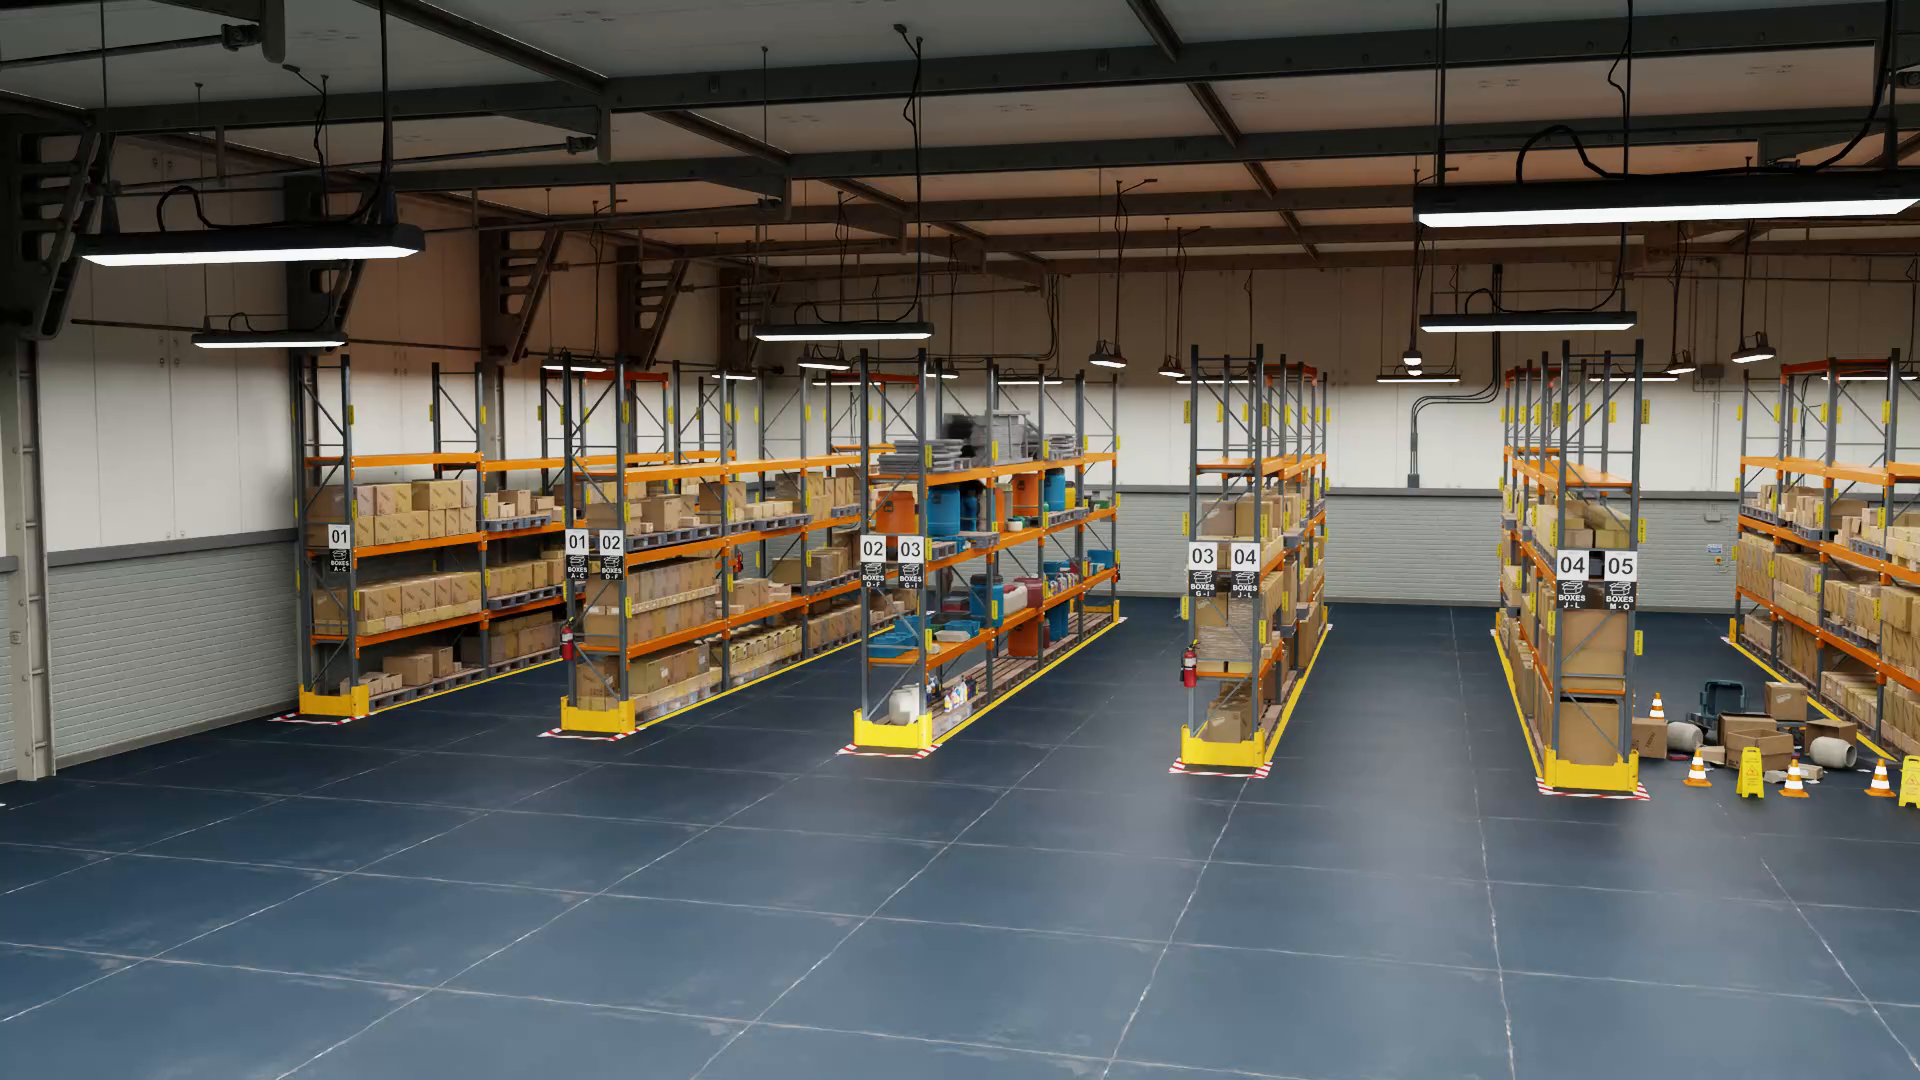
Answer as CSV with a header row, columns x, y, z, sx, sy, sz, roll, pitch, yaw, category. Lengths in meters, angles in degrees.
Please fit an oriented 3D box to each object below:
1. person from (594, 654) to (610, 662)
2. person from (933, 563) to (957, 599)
x,y,z,sx,sy,sz,roll,pitch,yaw,category
-6.479,1.905,30.231,0.519,1.529,0.730,-1,4,-10,person
-0.402,0.852,43.261,0.702,1.759,1.001,-1,4,-16,person
